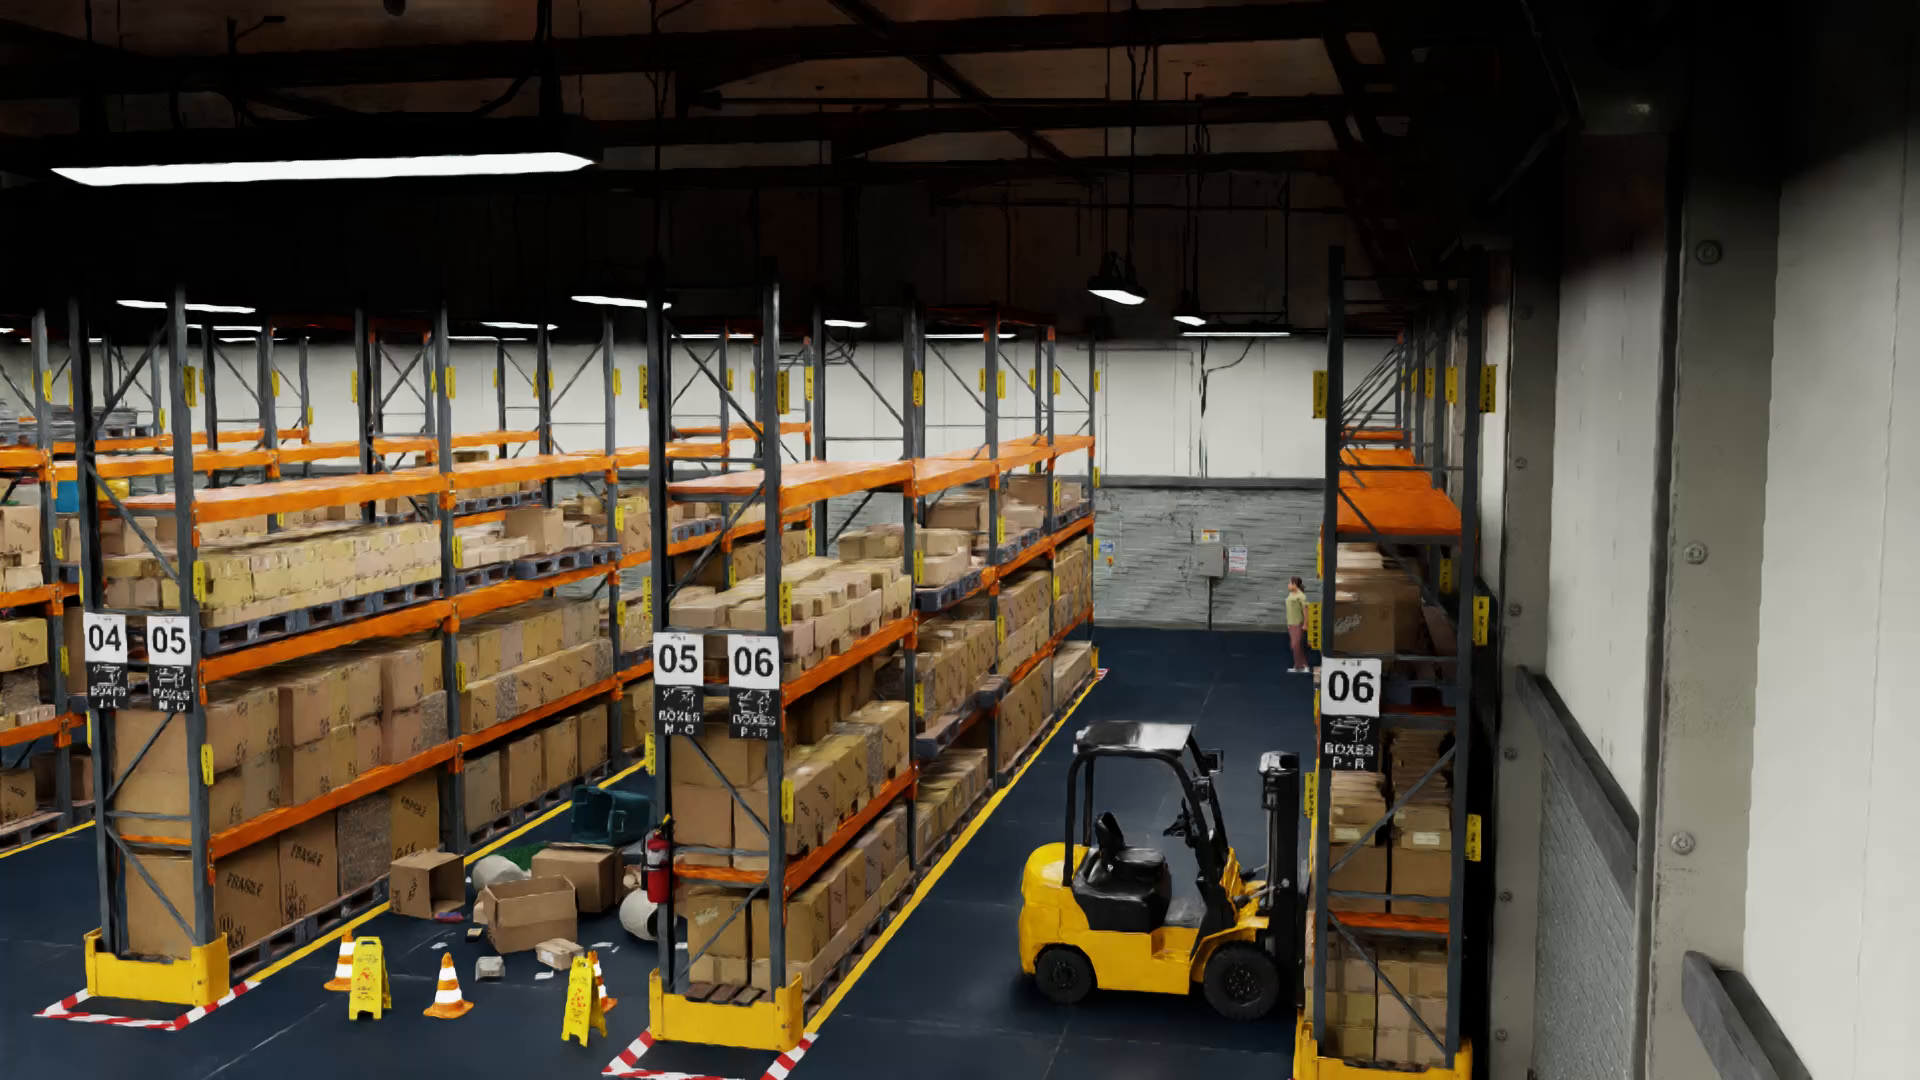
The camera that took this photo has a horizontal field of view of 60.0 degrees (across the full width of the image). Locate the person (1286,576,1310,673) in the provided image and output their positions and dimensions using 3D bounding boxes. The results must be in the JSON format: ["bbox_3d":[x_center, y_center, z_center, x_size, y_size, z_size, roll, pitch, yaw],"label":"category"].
[{"bbox_3d":[5.804,1.445,28.505,0.375,1.666,0.571,-2,6,-18],"label":"person"}]
